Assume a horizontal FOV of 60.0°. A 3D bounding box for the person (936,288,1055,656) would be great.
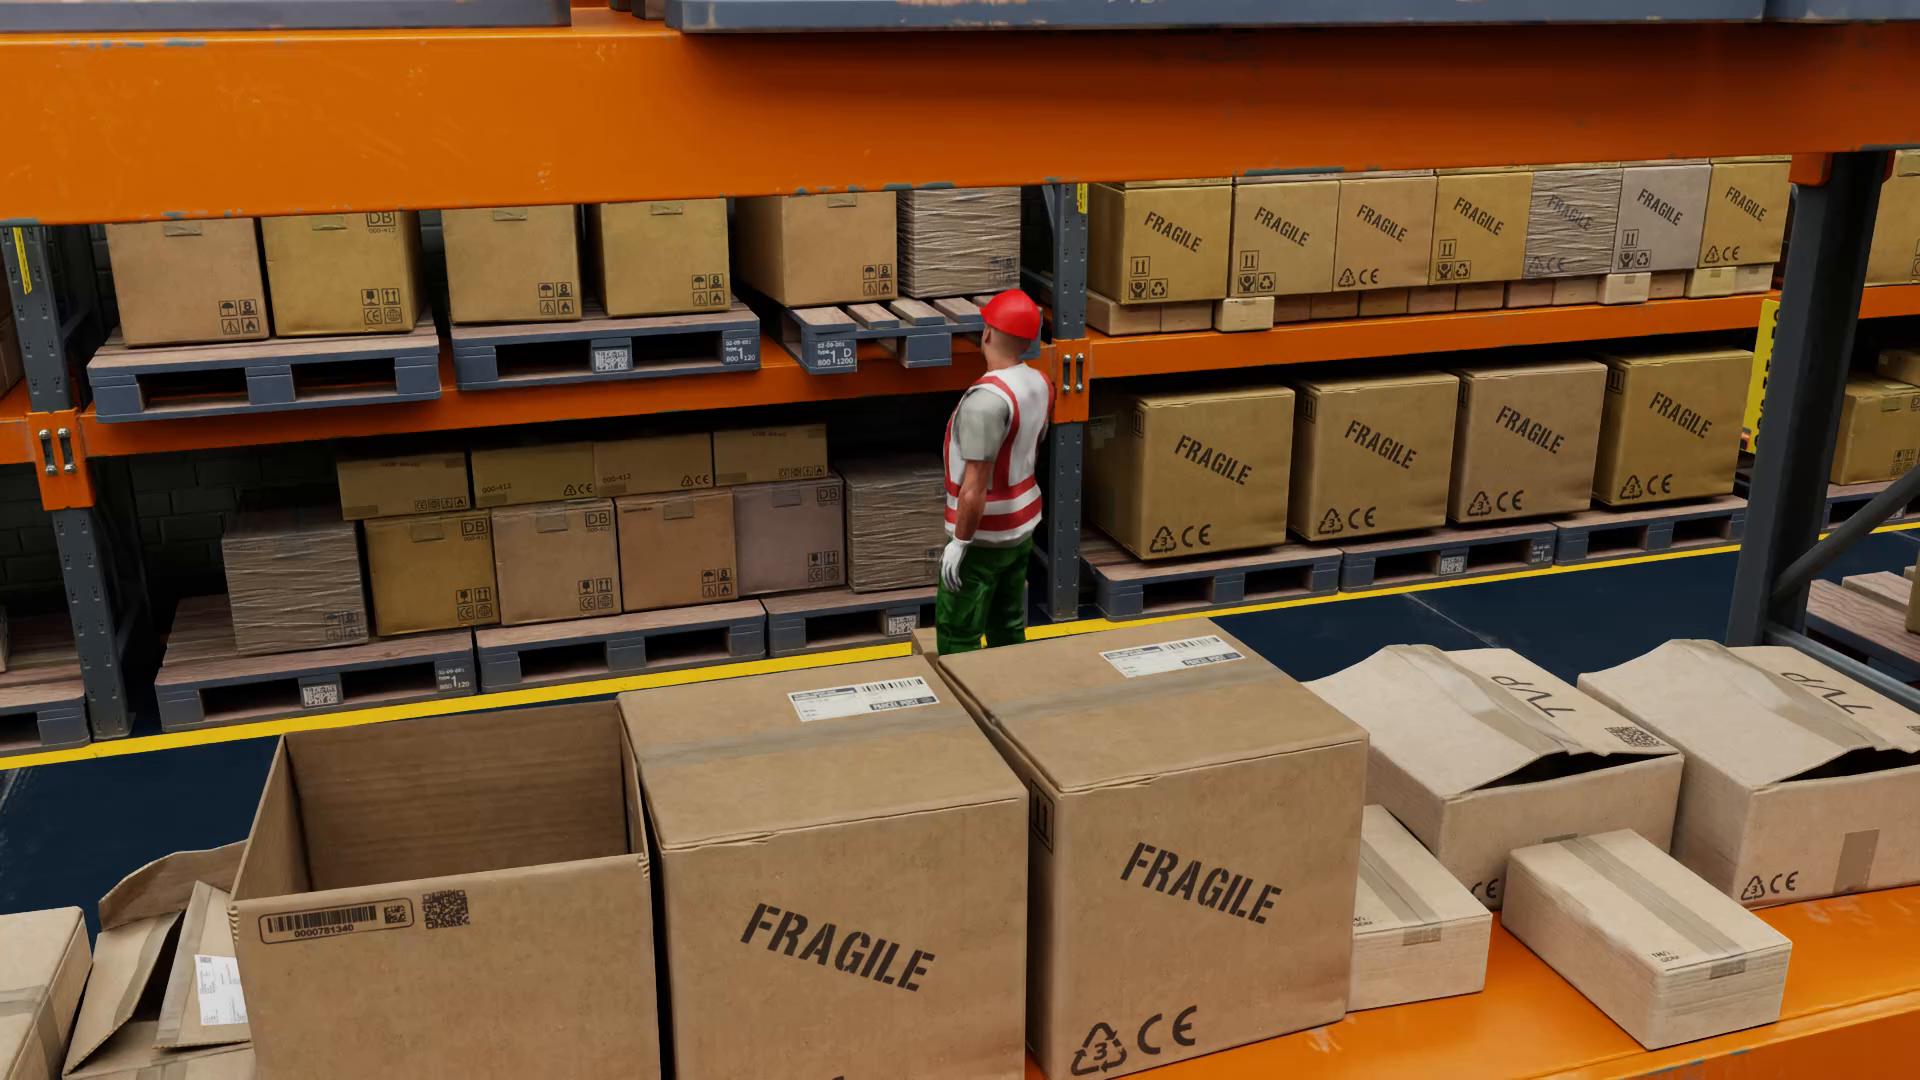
[{"bbox_3d":[0.080,-0.013,6.072,0.412,1.805,0.645,9,21,26],"label":"person"}]
